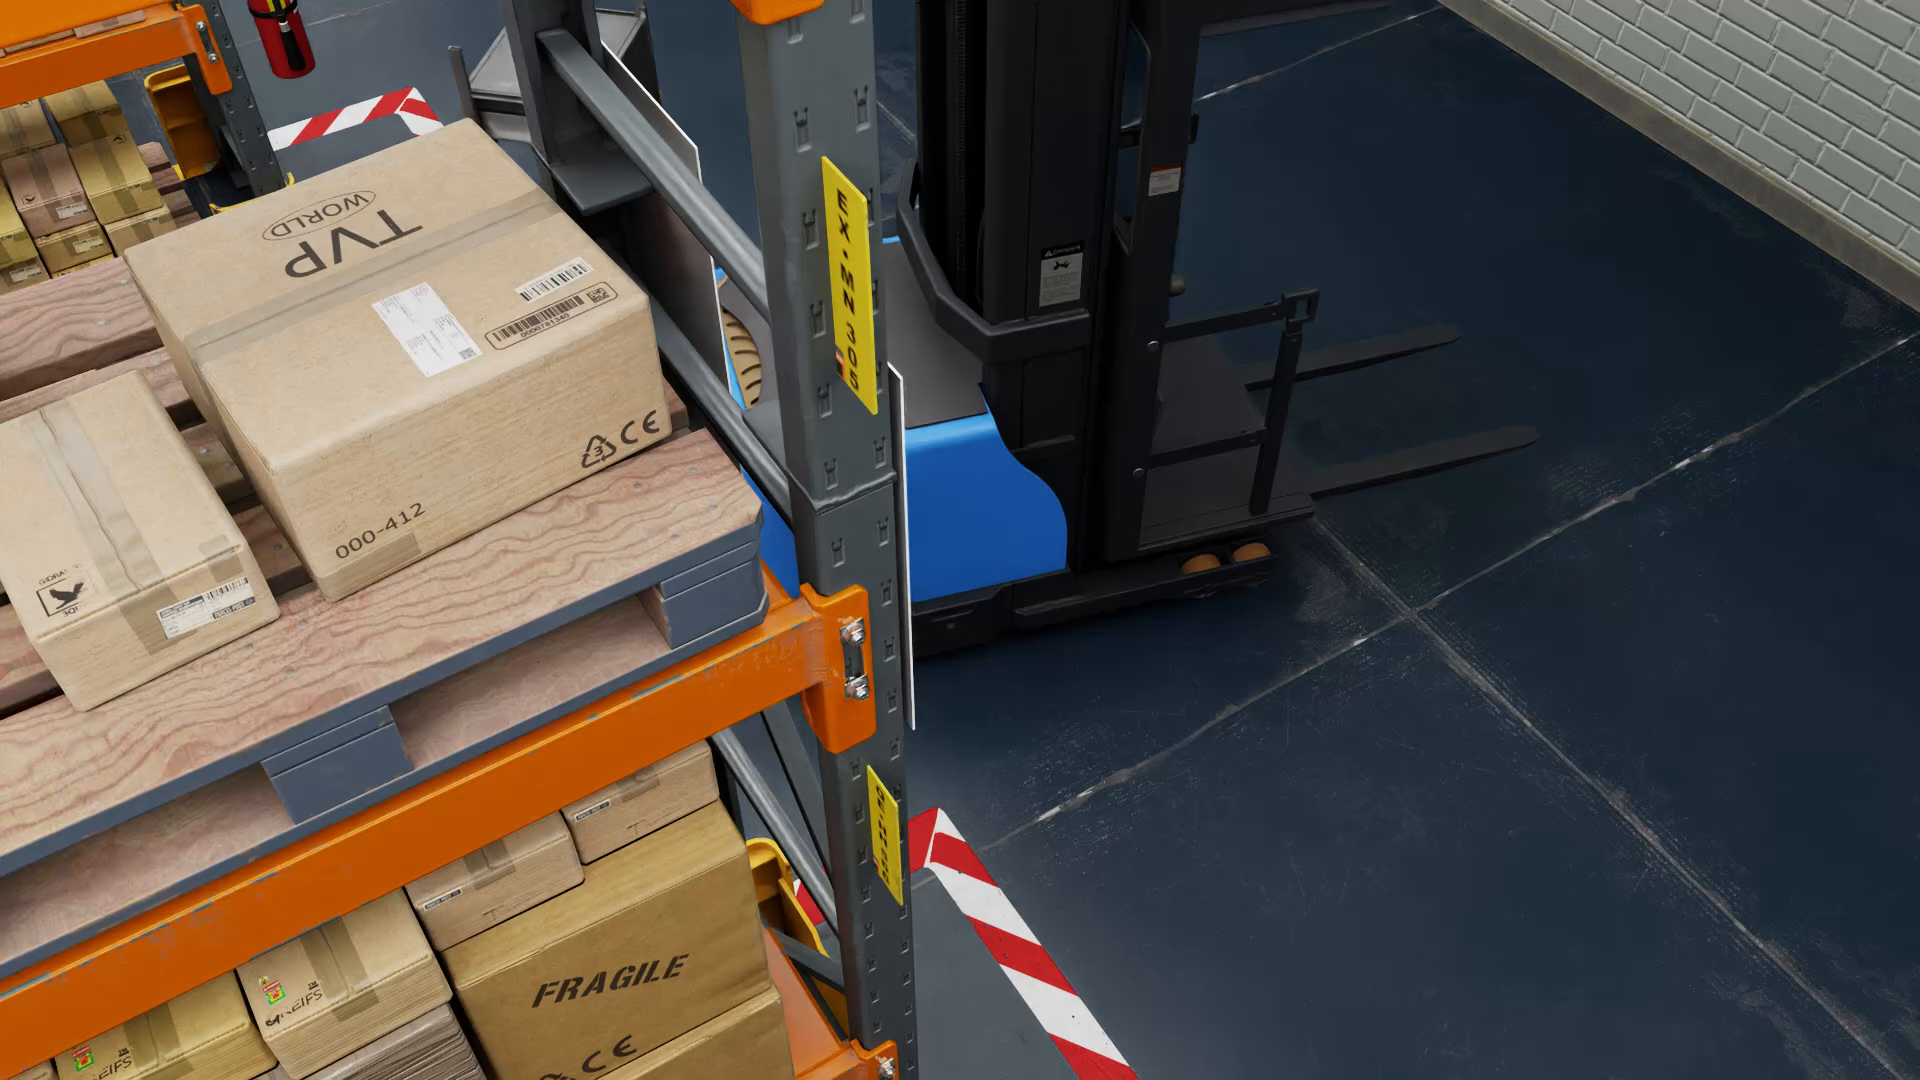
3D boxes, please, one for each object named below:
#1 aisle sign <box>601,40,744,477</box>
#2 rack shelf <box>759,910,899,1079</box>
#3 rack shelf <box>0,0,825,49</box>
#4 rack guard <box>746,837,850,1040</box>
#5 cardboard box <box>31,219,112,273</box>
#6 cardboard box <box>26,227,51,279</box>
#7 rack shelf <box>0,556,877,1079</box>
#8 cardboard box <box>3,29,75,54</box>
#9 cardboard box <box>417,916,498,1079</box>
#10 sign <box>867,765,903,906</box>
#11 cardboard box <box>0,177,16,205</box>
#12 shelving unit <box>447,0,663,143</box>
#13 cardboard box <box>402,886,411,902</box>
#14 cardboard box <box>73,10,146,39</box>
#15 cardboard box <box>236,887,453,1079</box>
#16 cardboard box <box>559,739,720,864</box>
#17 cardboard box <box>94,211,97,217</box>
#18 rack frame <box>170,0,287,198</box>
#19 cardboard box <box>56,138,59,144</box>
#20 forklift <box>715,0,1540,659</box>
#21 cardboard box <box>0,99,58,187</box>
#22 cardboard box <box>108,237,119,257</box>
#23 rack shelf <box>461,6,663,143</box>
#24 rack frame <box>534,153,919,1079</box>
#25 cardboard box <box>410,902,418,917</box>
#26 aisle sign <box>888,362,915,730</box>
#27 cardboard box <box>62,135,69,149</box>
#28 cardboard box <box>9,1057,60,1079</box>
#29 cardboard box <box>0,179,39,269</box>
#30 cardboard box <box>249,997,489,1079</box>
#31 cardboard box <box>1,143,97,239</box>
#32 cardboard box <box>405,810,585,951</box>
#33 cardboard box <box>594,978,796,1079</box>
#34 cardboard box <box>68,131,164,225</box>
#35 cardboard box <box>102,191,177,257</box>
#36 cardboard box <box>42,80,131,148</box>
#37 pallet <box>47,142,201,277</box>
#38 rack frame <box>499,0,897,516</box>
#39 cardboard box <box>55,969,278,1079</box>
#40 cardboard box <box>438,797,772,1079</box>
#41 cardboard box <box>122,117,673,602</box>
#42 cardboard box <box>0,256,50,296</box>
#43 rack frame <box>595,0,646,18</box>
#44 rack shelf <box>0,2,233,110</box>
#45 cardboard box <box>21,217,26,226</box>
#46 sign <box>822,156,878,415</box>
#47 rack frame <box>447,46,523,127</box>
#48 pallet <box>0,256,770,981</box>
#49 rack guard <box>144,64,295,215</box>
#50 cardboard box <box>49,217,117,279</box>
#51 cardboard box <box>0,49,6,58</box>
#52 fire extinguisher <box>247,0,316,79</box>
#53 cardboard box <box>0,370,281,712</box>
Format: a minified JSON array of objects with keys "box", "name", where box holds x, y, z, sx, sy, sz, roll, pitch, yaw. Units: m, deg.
[{"box":[-0.501,-0.452,2.903,0.004,0.787,0.394,-25,53,-21],"name":"aisle sign"},{"box":[-2.099,1.661,3.244,4.000,0.370,1.077,-25,53,-21],"name":"rack shelf"},{"box":[-2.099,-0.201,1.153,4.000,0.370,1.077,-25,53,-21],"name":"rack shelf"},{"box":[-0.387,1.446,4.627,0.348,0.500,1.175,-25,53,-21],"name":"rack guard"},{"box":[-3.678,-1.291,6.820,0.250,0.149,0.380,-26,53,-22],"name":"cardboard box"},{"box":[-3.901,-1.094,6.844,0.250,0.149,0.380,-25,53,-21],"name":"cardboard box"},{"box":[-2.099,0.663,2.124,4.000,0.370,1.077,-25,53,-21],"name":"rack shelf"},{"box":[-3.490,-1.994,6.185,0.250,0.149,0.380,-25,53,-21],"name":"cardboard box"},{"box":[-1.107,1.141,3.158,0.500,0.500,0.500,-26,53,-22],"name":"cardboard box"},{"box":[-0.130,0.509,2.854,0.005,0.325,0.100,-25,53,-21],"name":"sign"},{"box":[-4.136,-1.478,6.987,0.250,0.149,0.380,-25,53,-20],"name":"cardboard box"},{"box":[-1.193,-0.835,5.588,0.431,2.100,0.503,8,49,7],"name":"shelving unit"},{"box":[-1.399,0.481,3.077,0.500,0.500,0.500,-27,54,-22],"name":"cardboard box"},{"box":[-3.259,-2.069,6.253,0.250,0.149,0.380,-25,53,-21],"name":"cardboard box"},{"box":[-0.979,0.585,2.550,0.250,0.149,0.380,-26,53,-21],"name":"cardboard box"},{"box":[-0.604,0.313,2.792,0.250,0.149,0.380,-25,53,-20],"name":"cardboard box"},{"box":[-3.926,-1.490,7.196,0.250,0.149,0.380,-25,53,-21],"name":"cardboard box"},{"box":[-3.134,-2.461,6.433,0.127,3.000,1.000,-25,53,-21],"name":"rack frame"},{"box":[-3.976,-1.632,7.123,0.250,0.149,0.380,-25,53,-21],"name":"cardboard box"},{"box":[0.653,-1.131,5.295,3.031,2.935,1.130,-13,50,-11],"name":"forklift"},{"box":[-3.928,-1.671,6.959,0.250,0.149,0.380,-24,53,-20],"name":"cardboard box"},{"box":[-3.468,-1.312,7.037,0.250,0.149,0.380,-24,53,-20],"name":"cardboard box"},{"box":[-1.194,-1.292,5.075,0.431,0.518,0.480,8,49,7],"name":"rack shelf"},{"box":[-0.407,0.625,3.685,0.127,3.000,1.000,-25,53,-21],"name":"rack frame"},{"box":[-1.380,0.821,3.444,0.500,0.500,0.500,-26,53,-21],"name":"cardboard box"},{"box":[-0.181,-0.073,2.565,0.004,0.787,0.394,-25,53,-21],"name":"aisle sign"},{"box":[-3.714,-1.705,7.189,0.250,0.149,0.380,-23,52,-19],"name":"cardboard box"},{"box":[-1.473,0.719,2.430,0.250,0.149,0.380,-26,53,-21],"name":"cardboard box"},{"box":[-3.841,-1.233,6.568,0.250,0.149,0.380,-26,53,-22],"name":"cardboard box"},{"box":[-1.115,0.828,2.767,0.500,0.500,0.500,-25,53,-21],"name":"cardboard box"},{"box":[-3.690,-1.416,6.732,0.250,0.149,0.380,-24,53,-20],"name":"cardboard box"},{"box":[-0.806,0.429,2.688,0.250,0.149,0.380,-24,53,-20],"name":"cardboard box"},{"box":[-0.674,0.951,3.328,0.500,0.500,0.500,-25,53,-21],"name":"cardboard box"},{"box":[-3.447,-1.480,6.789,0.250,0.149,0.380,-25,53,-20],"name":"cardboard box"},{"box":[-3.428,-1.361,6.882,0.250,0.149,0.380,-27,53,-22],"name":"cardboard box"},{"box":[-3.759,-1.857,7.124,0.250,0.149,0.380,-27,54,-22],"name":"cardboard box"},{"box":[-3.904,-1.202,7.179,1.213,0.211,1.003,-25,53,-21],"name":"pallet"},{"box":[-0.407,-1.370,1.445,0.127,3.000,1.000,-25,53,-21],"name":"rack frame"},{"box":[-1.214,0.659,2.483,0.250,0.149,0.380,-24,53,-20],"name":"cardboard box"},{"box":[-0.688,0.601,2.969,0.500,0.500,0.500,-24,52,-20],"name":"cardboard box"},{"box":[-0.740,-0.260,2.216,0.500,0.250,0.500,-30,55,-24],"name":"cardboard box"},{"box":[-3.867,-1.153,6.697,0.250,0.149,0.380,-27,54,-22],"name":"cardboard box"},{"box":[-1.146,-1.014,5.747,0.400,2.100,0.015,8,49,7],"name":"rack frame"},{"box":[-4.826,-1.425,5.992,4.000,0.370,1.077,-25,53,-21],"name":"rack shelf"},{"box":[-4.132,-1.387,7.104,0.250,0.149,0.380,-25,53,-20],"name":"cardboard box"},{"box":[-0.130,-0.293,1.954,0.005,0.325,0.100,-25,53,-21],"name":"sign"},{"box":[-1.241,-0.657,5.428,0.400,2.100,0.015,8,49,7],"name":"rack frame"},{"box":[-1.029,-0.041,2.329,1.213,0.211,1.003,-25,53,-21],"name":"pallet"},{"box":[-3.198,-1.600,7.340,0.348,0.500,1.175,-25,53,-21],"name":"rack guard"},{"box":[-3.632,-1.145,6.889,0.250,0.149,0.380,-24,52,-20],"name":"cardboard box"},{"box":[-3.694,-1.885,6.088,0.250,0.149,0.380,-26,53,-21],"name":"cardboard box"},{"box":[-2.675,-2.121,6.431,0.183,0.674,0.296,-25,53,-21],"name":"fire extinguisher"},{"box":[-1.052,-0.008,2.060,0.250,0.149,0.380,-29,54,-23],"name":"cardboard box"}]
